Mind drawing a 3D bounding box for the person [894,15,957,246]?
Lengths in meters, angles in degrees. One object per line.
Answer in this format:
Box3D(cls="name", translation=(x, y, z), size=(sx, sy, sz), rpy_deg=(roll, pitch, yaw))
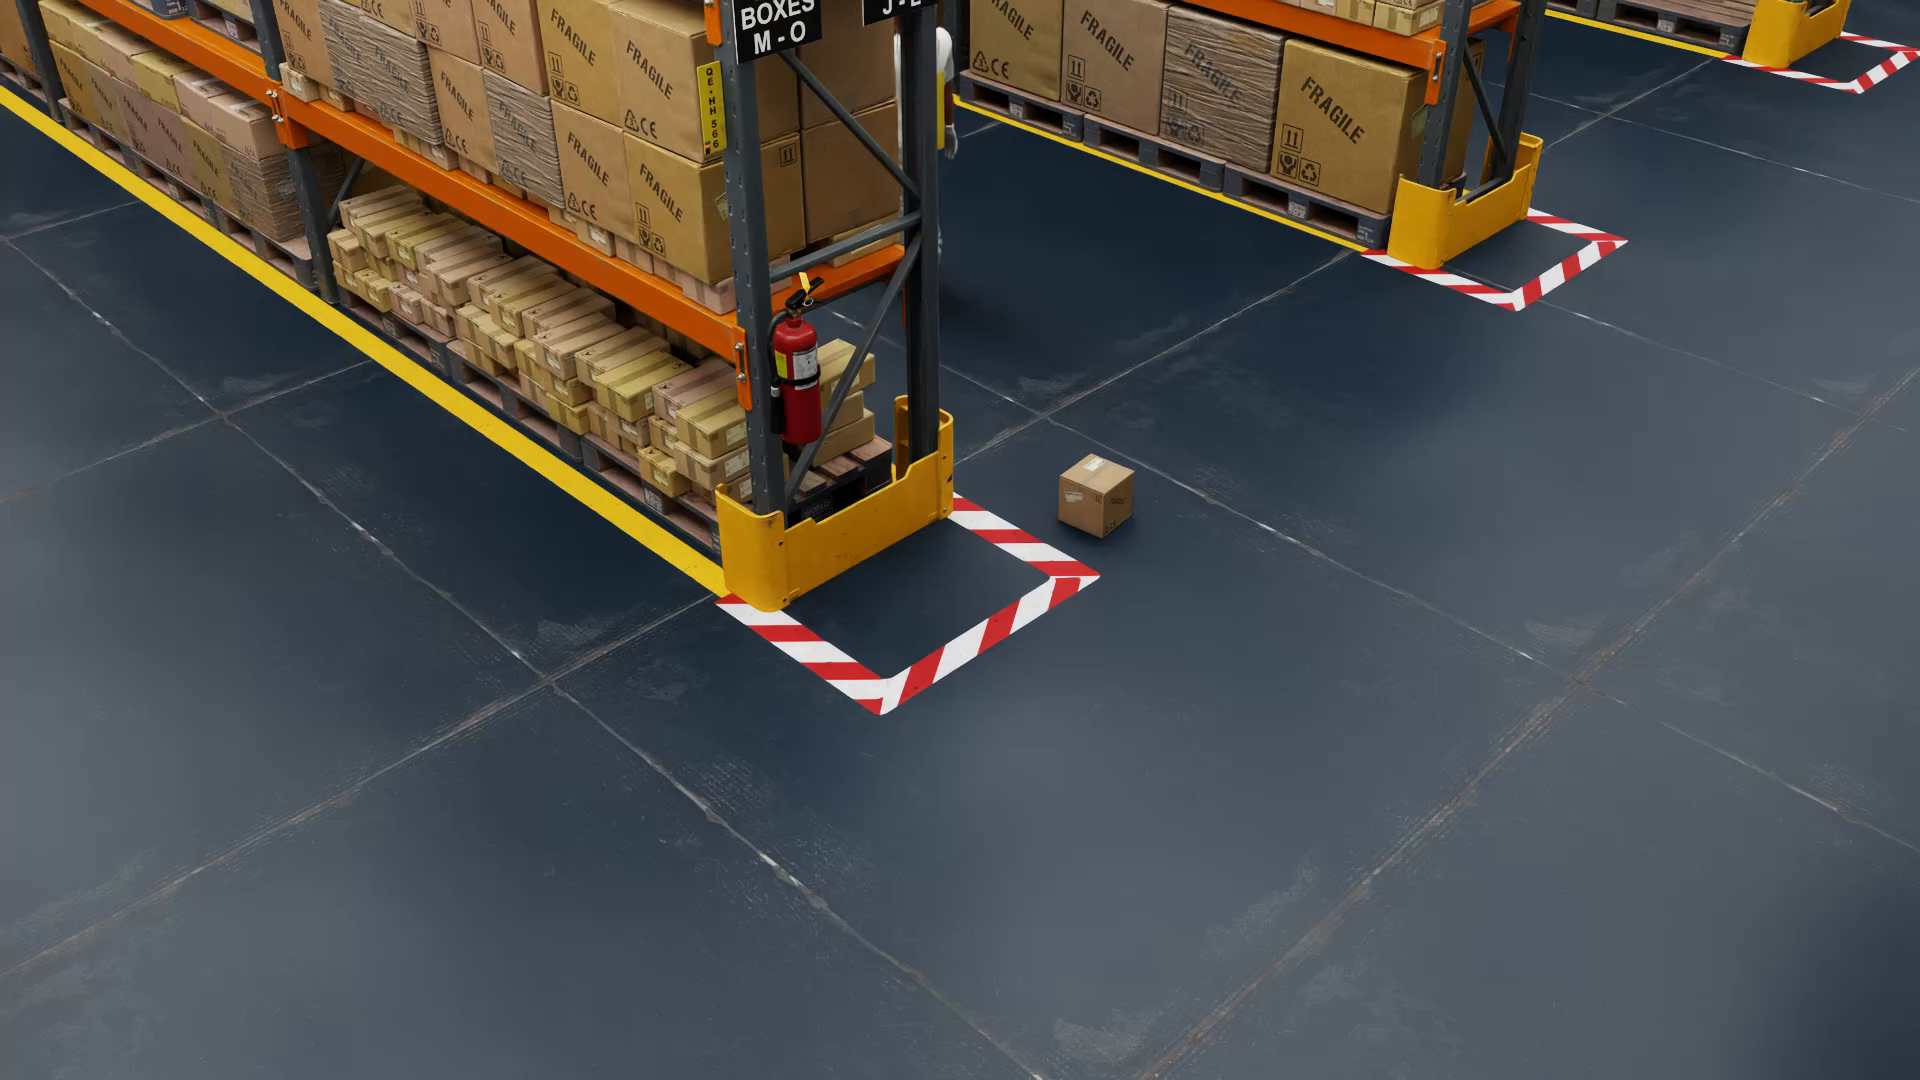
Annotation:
Box3D(cls="person", translation=(-0.337, -2.285, 9.346), size=(0.592, 1.798, 0.474), rpy_deg=(-21, 40, -27))
